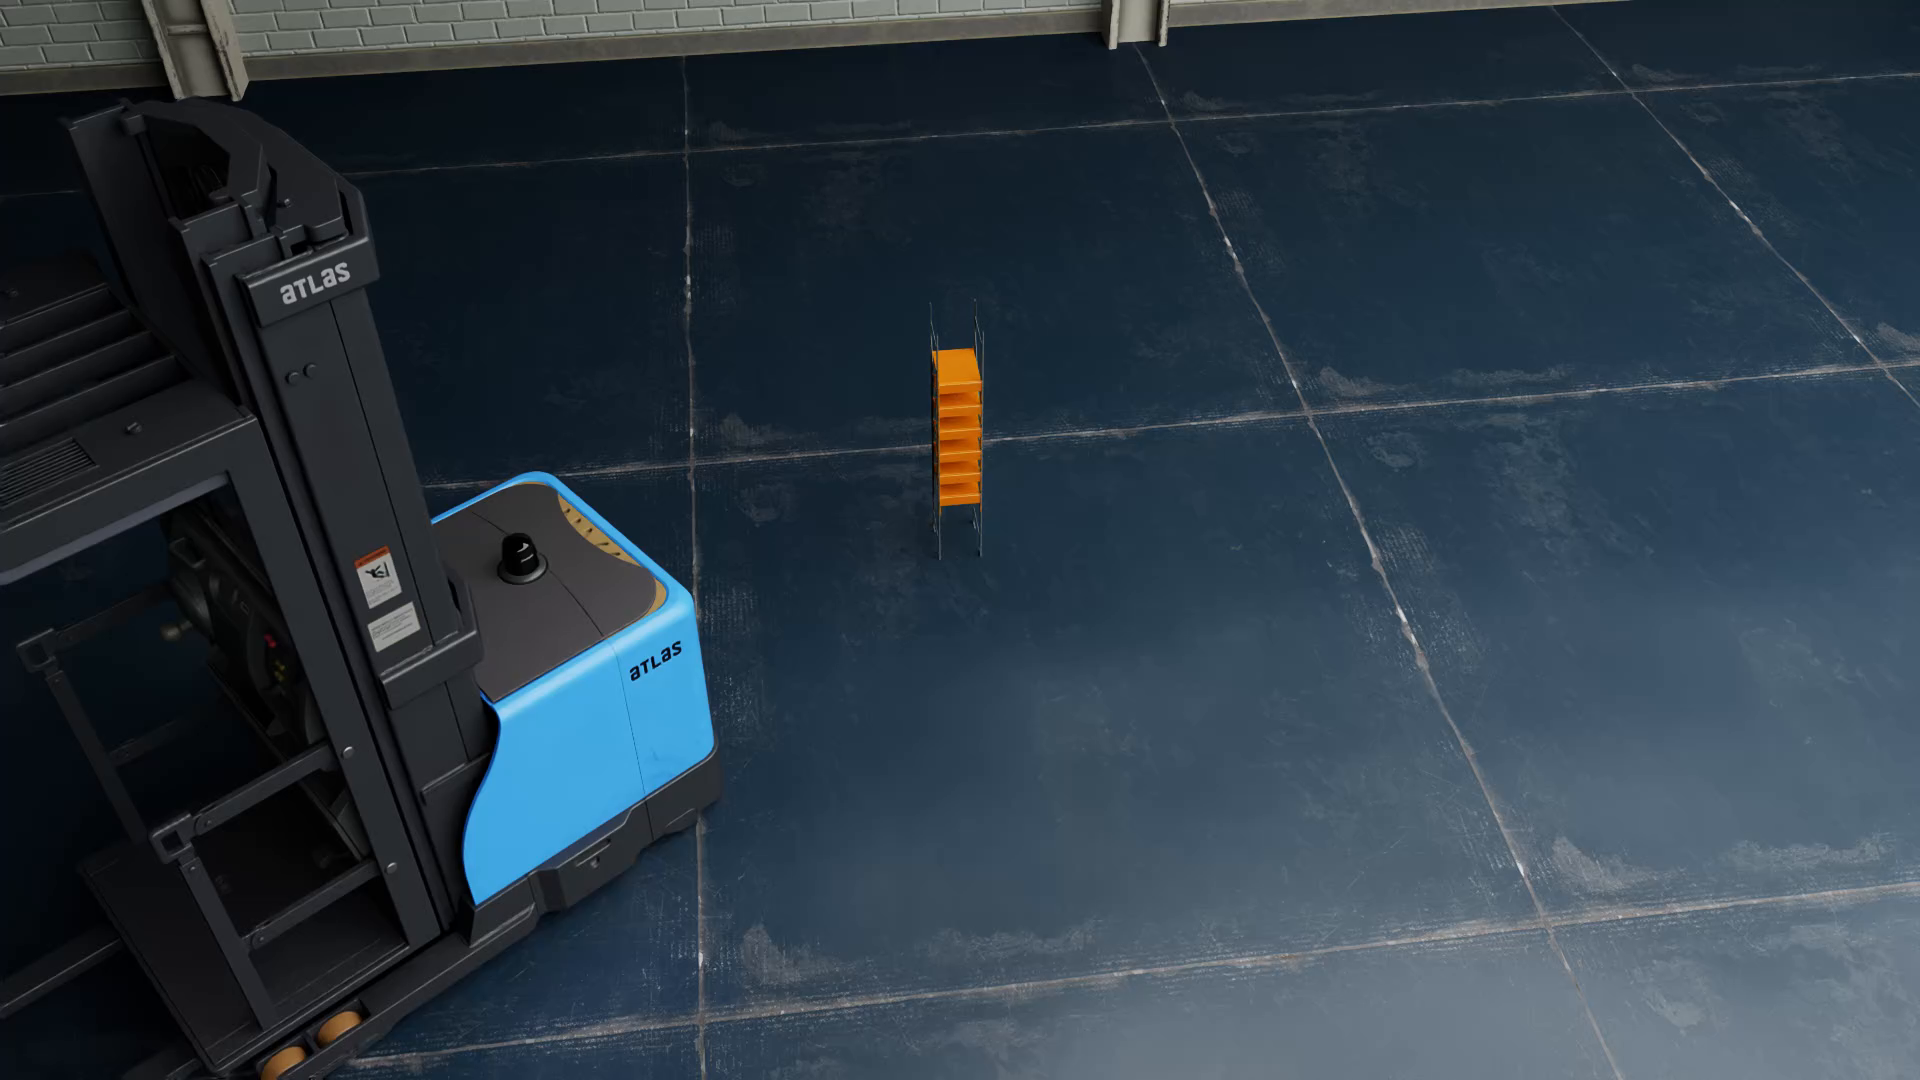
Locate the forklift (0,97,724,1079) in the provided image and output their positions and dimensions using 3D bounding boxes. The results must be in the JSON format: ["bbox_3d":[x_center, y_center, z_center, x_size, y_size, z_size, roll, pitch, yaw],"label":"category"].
[{"bbox_3d":[-2.319,0.337,4.903,3.031,2.935,1.130,-32,51,-30],"label":"forklift"}]

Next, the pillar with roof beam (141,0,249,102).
[{"bbox_3d":[-4.225,-3.357,4.468,0.400,9.000,9.100,-5,42,-6],"label":"pillar with roof beam"}]

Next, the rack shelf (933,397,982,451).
[{"bbox_3d":[-0.014,-0.500,7.011,0.180,0.103,0.258,-5,42,-6],"label":"rack shelf"}]

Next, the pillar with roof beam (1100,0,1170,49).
[{"bbox_3d":[1.725,-3.878,5.045,0.400,9.000,9.100,-5,42,-6],"label":"pillar with roof beam"}]

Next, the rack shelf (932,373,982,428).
[{"bbox_3d":[-0.014,-0.589,6.931,0.180,0.103,0.258,-5,42,-6],"label":"rack shelf"}]

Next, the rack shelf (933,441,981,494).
[{"bbox_3d":[-0.014,-0.322,7.172,0.180,0.103,0.258,-5,42,-6],"label":"rack shelf"}]

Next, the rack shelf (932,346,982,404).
[{"bbox_3d":[-0.014,-0.679,6.851,0.180,0.103,0.258,-5,42,-6],"label":"rack shelf"}]

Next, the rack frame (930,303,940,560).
[{"bbox_3d":[-0.105,-0.436,7.053,0.006,1.200,0.240,-5,42,-6],"label":"rack frame"}]

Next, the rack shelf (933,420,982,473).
[{"bbox_3d":[-0.014,-0.411,7.092,0.180,0.103,0.258,-5,42,-6],"label":"rack shelf"}]

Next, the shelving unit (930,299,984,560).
[{"bbox_3d":[-0.014,-0.444,7.062,0.189,1.200,0.258,-5,42,-6],"label":"shelving unit"}]

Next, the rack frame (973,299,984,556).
[{"bbox_3d":[0.076,-0.452,7.071,0.006,1.200,0.240,-5,42,-6],"label":"rack frame"}]

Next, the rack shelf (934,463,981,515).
[{"bbox_3d":[-0.014,-0.233,7.252,0.180,0.103,0.258,-5,42,-6],"label":"rack shelf"}]
